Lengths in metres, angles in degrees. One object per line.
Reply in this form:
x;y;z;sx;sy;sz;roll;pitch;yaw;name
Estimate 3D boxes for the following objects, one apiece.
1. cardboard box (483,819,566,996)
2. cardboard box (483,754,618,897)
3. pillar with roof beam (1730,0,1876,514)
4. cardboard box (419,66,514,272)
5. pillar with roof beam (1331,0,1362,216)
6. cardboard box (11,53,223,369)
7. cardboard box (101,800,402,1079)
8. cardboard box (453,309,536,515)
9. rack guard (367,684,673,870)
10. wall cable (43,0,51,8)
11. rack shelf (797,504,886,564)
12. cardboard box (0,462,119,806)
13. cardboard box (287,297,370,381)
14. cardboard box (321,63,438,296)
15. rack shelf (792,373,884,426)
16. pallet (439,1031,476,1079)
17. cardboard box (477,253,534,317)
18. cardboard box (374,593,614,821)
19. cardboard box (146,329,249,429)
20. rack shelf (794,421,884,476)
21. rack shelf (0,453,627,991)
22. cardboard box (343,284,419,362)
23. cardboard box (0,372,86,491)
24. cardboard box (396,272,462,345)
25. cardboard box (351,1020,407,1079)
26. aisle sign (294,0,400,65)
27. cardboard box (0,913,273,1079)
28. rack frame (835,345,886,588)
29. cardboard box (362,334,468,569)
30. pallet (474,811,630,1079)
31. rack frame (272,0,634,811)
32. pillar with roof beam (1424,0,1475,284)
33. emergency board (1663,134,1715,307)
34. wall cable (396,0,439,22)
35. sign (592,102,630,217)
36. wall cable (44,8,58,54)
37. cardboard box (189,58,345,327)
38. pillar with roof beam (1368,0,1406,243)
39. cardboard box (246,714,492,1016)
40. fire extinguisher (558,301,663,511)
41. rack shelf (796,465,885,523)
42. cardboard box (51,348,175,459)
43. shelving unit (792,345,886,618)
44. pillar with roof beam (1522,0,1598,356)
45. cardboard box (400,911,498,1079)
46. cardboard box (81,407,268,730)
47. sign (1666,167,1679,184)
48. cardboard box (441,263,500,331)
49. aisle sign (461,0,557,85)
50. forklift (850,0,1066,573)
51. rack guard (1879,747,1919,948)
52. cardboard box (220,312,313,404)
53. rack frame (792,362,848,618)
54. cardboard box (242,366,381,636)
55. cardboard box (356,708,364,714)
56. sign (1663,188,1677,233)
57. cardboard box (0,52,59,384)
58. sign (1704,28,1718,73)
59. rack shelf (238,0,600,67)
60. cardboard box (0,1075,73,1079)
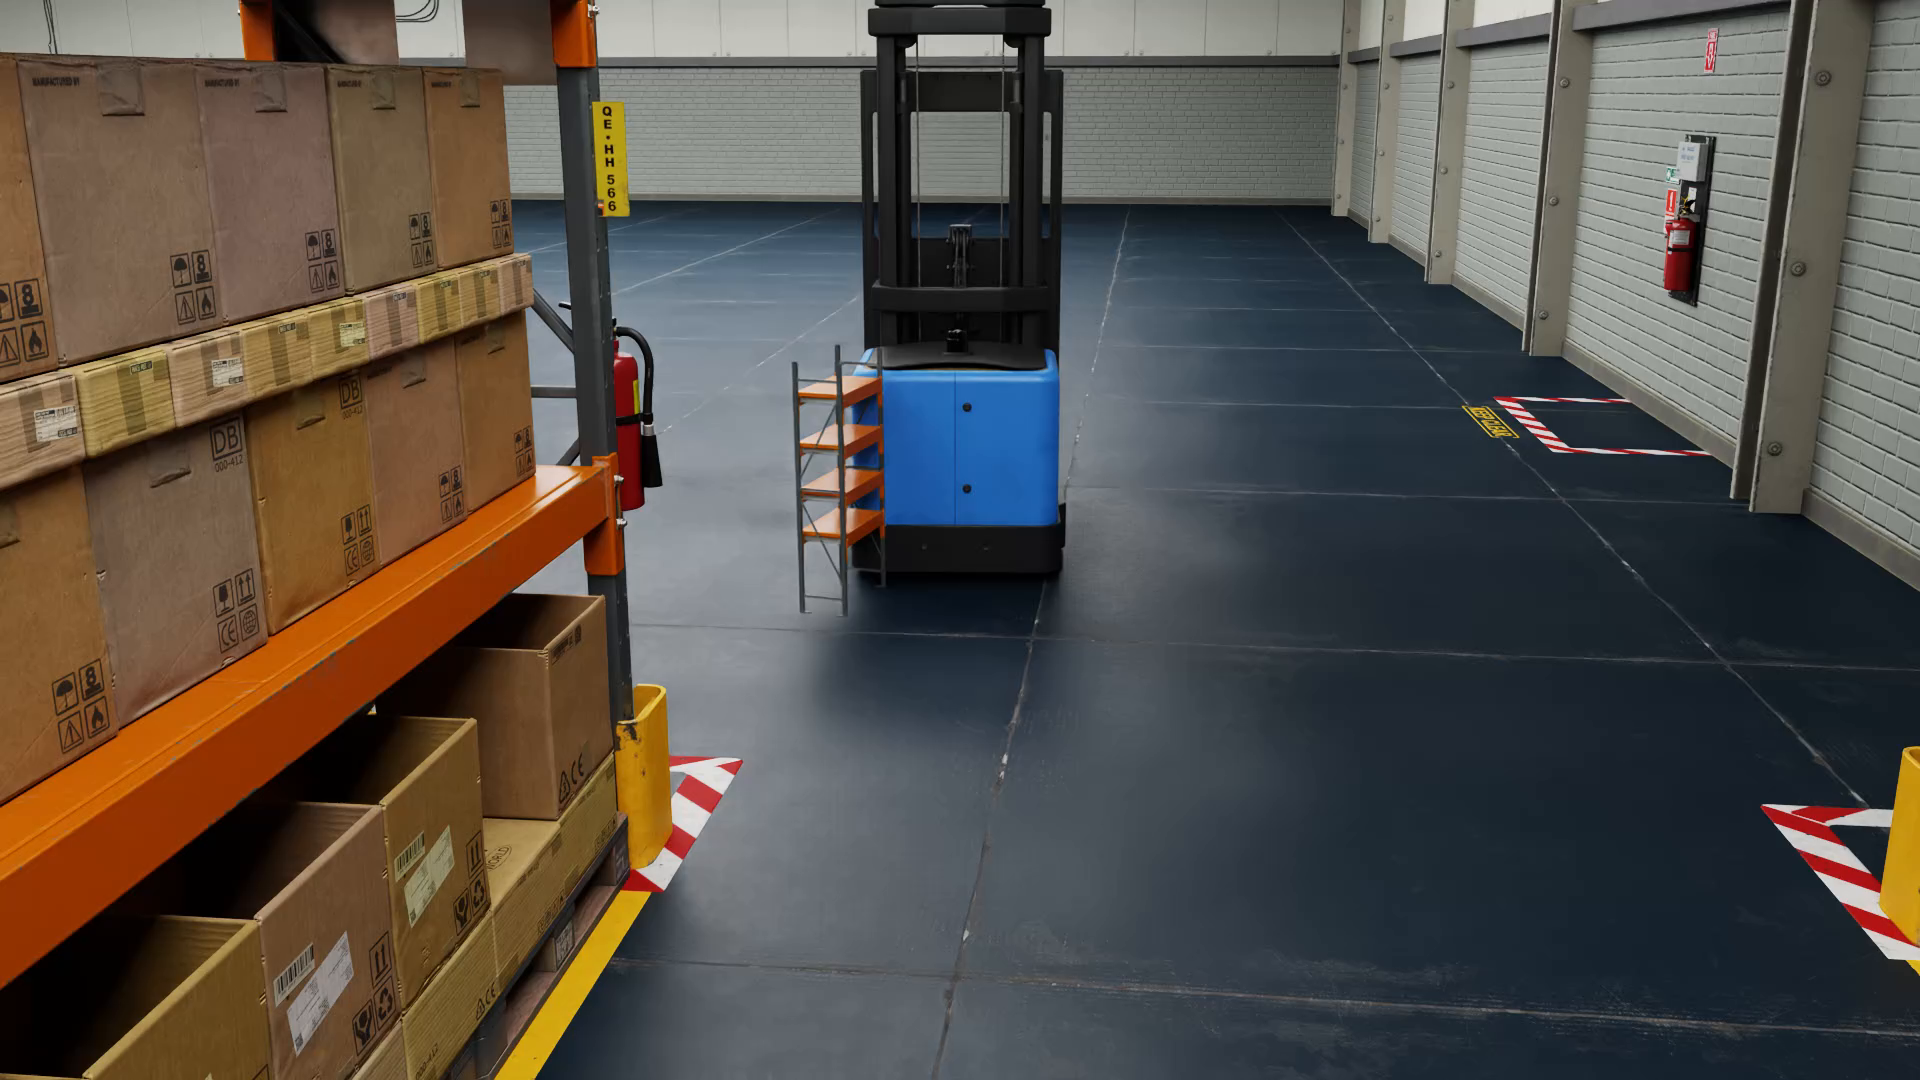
-1.367;0.949;4.368;0.500;0.250;0.500;2;15;6;cardboard box
-1.322;0.819;4.849;0.500;0.250;0.500;2;15;6;cardboard box
0.547;-4.680;9.231;9.100;9.000;0.400;2;15;6;pillar with roof beam
-1.627;-0.993;4.412;0.700;0.500;0.500;2;15;6;cardboard box
3.255;-10.905;32.251;9.100;9.000;0.400;2;15;6;pillar with roof beam
-1.793;-0.596;2.943;0.700;0.500;0.500;2;15;6;cardboard box
-1.476;0.847;3.311;0.500;0.500;0.500;2;15;6;cardboard box
-1.621;-0.381;4.632;0.700;0.500;0.500;2;15;6;cardboard box
-1.553;0.747;5.441;1.175;0.500;0.348;2;15;6;rack guard
-19.432;-13.290;37.346;3.097;2.526;0.112;2;15;6;wall cable
-0.564;-0.032;7.983;0.258;0.148;0.480;5;17;19;rack shelf
-1.849;0.154;2.655;0.700;0.500;0.500;2;15;7;cardboard box
-1.526;-0.442;3.617;0.380;0.149;0.250;2;15;8;cardboard box
-1.681;-0.857;3.907;0.700;0.500;0.500;1;15;5;cardboard box
-0.567;-0.665;7.802;0.258;0.148;0.480;5;17;19;rack shelf
-1.740;1.408;3.550;1.003;0.211;1.213;2;15;6;pallet
-1.409;-0.710;4.606;0.380;0.149;0.250;1;15;5;cardboard box
-1.320;0.457;4.751;0.500;0.500;0.500;2;15;6;cardboard box
-1.582;-0.307;3.118;0.380;0.149;0.250;1;15;5;cardboard box
-0.566;-0.438;7.867;0.258;0.148;0.480;5;17;19;rack shelf
-1.781;0.413;3.267;1.077;0.370;4.000;2;15;6;rack shelf
-1.497;-0.510;3.869;0.380;0.149;0.250;2;15;7;cardboard box
-1.643;-0.175;2.630;0.380;0.149;0.250;1;15;5;cardboard box
-1.466;-0.576;4.110;0.380;0.149;0.250;1;15;5;cardboard box
-1.480;1.209;3.409;0.500;0.250;0.500;2;15;6;cardboard box
-1.852;-1.734;4.848;0.394;0.787;0.004;2;15;6;aisle sign
-1.531;0.976;2.831;0.500;0.500;0.500;2;15;6;cardboard box
-0.485;-0.351;8.132;0.240;1.200;0.015;5;17;19;rack frame
-1.675;-0.244;4.128;0.700;0.500;0.500;2;15;8;cardboard box
-1.600;1.092;4.717;1.003;0.211;1.213;2;15;6;pallet
-1.556;-0.453;5.091;1.000;3.000;0.127;2;15;6;rack frame
1.901;-7.792;20.741;9.100;9.000;0.400;2;15;6;pillar with roof beam
5.141;-2.297;11.911;0.194;1.169;0.643;2;15;6;emergency board
-12.689;-13.789;36.401;2.305;6.003;0.169;2;15;6;wall cable
-1.018;-1.107;4.837;0.100;0.325;0.005;2;15;6;sign
-22.120;-10.932;38.300;3.097;2.526;0.112;2;15;6;wall cable
-1.737;-0.726;3.423;0.700;0.500;0.500;2;15;6;cardboard box
2.578;-9.349;26.496;9.100;9.000;0.400;2;15;6;pillar with roof beam
-1.419;0.717;3.790;0.500;0.500;0.500;2;15;6;cardboard box
-1.081;-0.433;5.164;0.296;0.674;0.183;2;15;6;fire extinguisher
-0.565;-0.223;7.929;0.258;0.148;0.480;5;17;19;rack shelf
-1.613;-0.243;2.880;0.380;0.149;0.250;2;15;6;cardboard box
-0.565;-0.287;7.910;0.258;1.200;0.503;5;17;19;shelving unit
1.224;-6.236;14.986;9.100;9.000;0.400;2;15;6;pillar with roof beam
-1.422;1.079;3.888;0.500;0.250;0.500;2;15;6;cardboard box
-1.793;0.021;3.147;0.700;0.500;0.500;2;15;8;cardboard box
5.297;-2.710;12.353;0.001;0.109;0.331;2;15;6;sign
-1.437;-0.642;4.355;0.380;0.149;0.250;2;15;8;cardboard box
-1.256;-1.716;4.783;0.394;0.787;0.004;2;15;6;aisle sign
0.018;-1.579;9.386;1.130;2.935;3.031;0;15;2;forklift
3.358;0.918;4.809;1.175;0.500;0.348;2;15;6;rack guard
-1.554;-0.374;3.364;0.380;0.149;0.250;2;15;8;cardboard box
-0.646;-0.223;7.689;0.240;1.200;0.015;5;17;19;rack frame
-1.737;-0.116;3.652;0.700;0.500;0.500;2;15;7;cardboard box
-1.892;0.572;4.328;0.500;0.500;0.500;2;15;6;cardboard box
5.306;-2.455;12.425;0.001;0.329;0.234;2;15;6;sign
-1.850;-0.466;2.464;0.700;0.500;0.500;2;15;6;cardboard box
5.241;-3.415;11.605;0.001;0.298;0.199;2;15;6;sign
-1.781;-1.035;2.875;1.077;0.370;4.000;2;15;6;rack shelf
-1.595;1.106;2.352;0.500;0.500;0.500;2;15;6;cardboard box
